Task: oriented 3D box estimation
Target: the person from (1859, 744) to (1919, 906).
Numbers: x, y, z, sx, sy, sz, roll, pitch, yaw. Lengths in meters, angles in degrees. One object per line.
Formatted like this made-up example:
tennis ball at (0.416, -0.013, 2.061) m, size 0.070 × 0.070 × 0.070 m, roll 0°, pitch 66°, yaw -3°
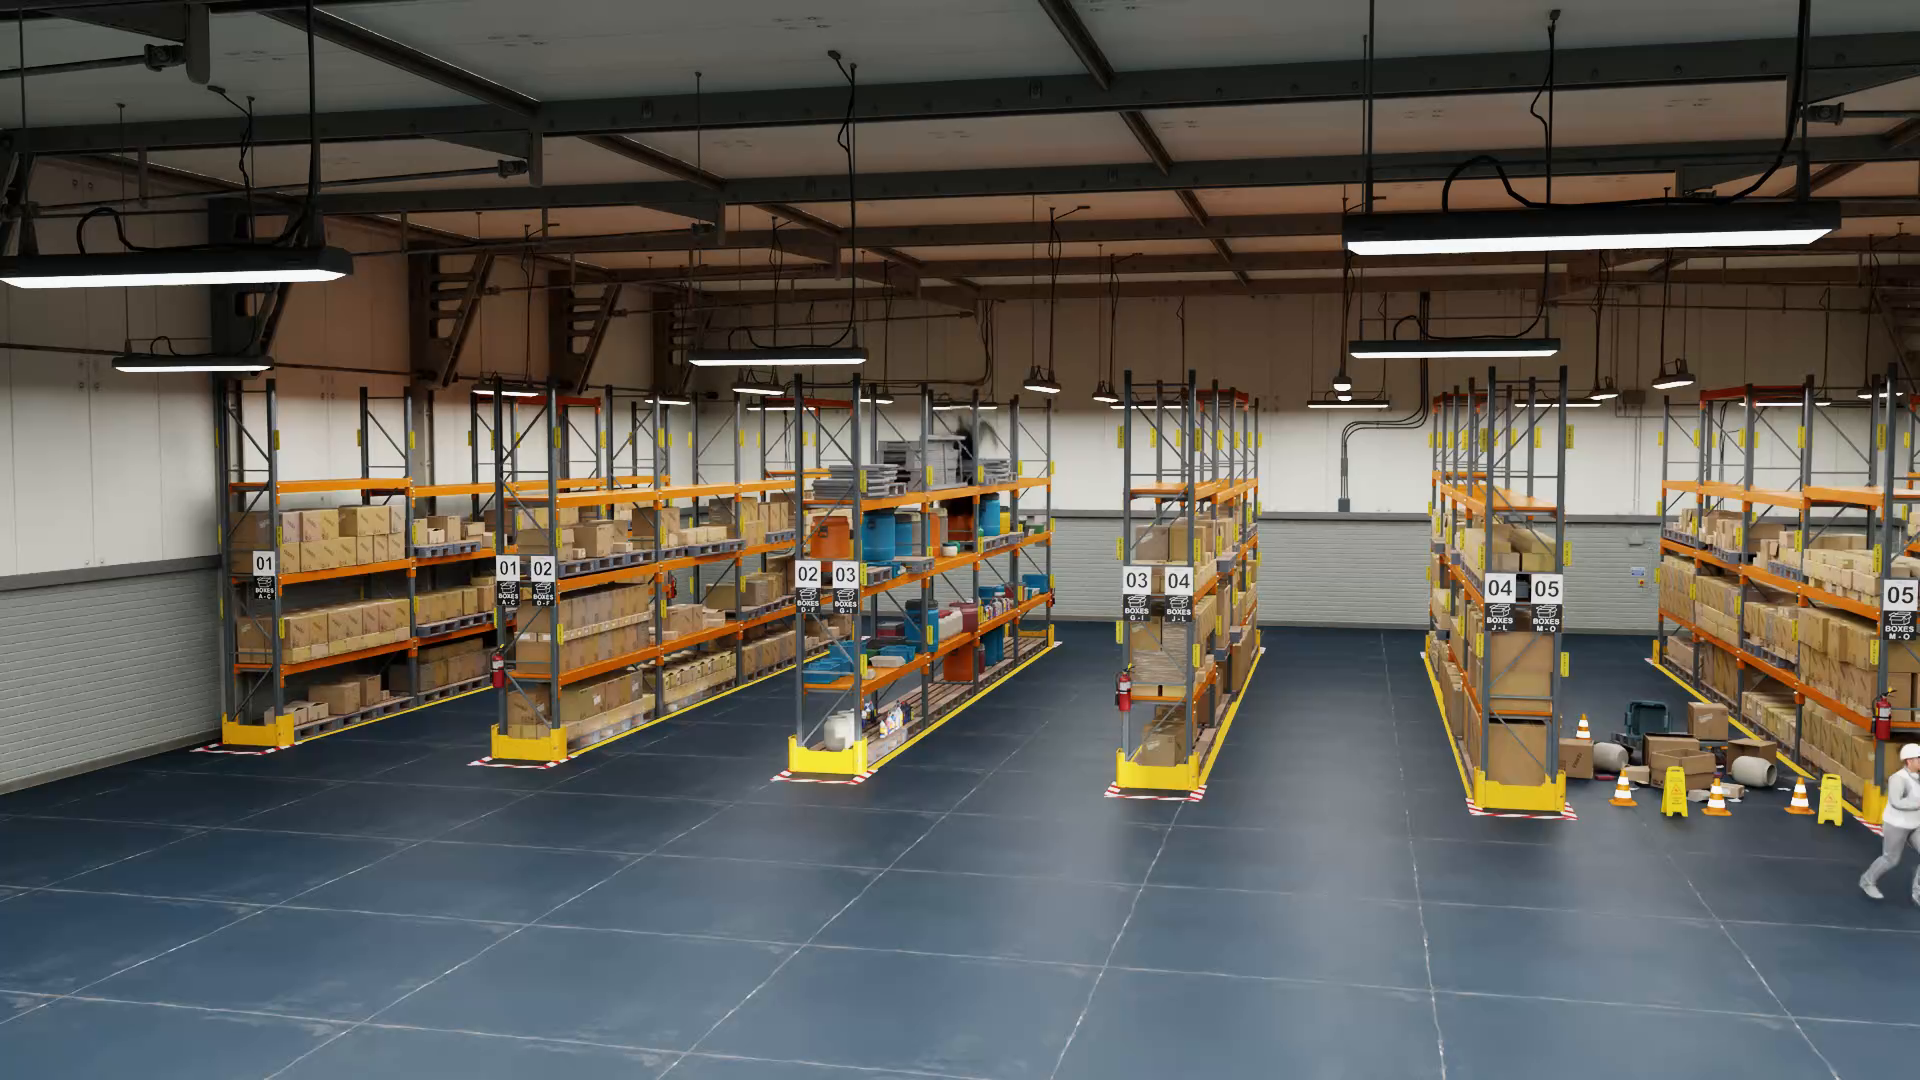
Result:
person at (10.056, 3.061, 17.772) m, size 0.678 × 1.814 × 0.853 m, roll -2°, pitch 4°, yaw -31°
